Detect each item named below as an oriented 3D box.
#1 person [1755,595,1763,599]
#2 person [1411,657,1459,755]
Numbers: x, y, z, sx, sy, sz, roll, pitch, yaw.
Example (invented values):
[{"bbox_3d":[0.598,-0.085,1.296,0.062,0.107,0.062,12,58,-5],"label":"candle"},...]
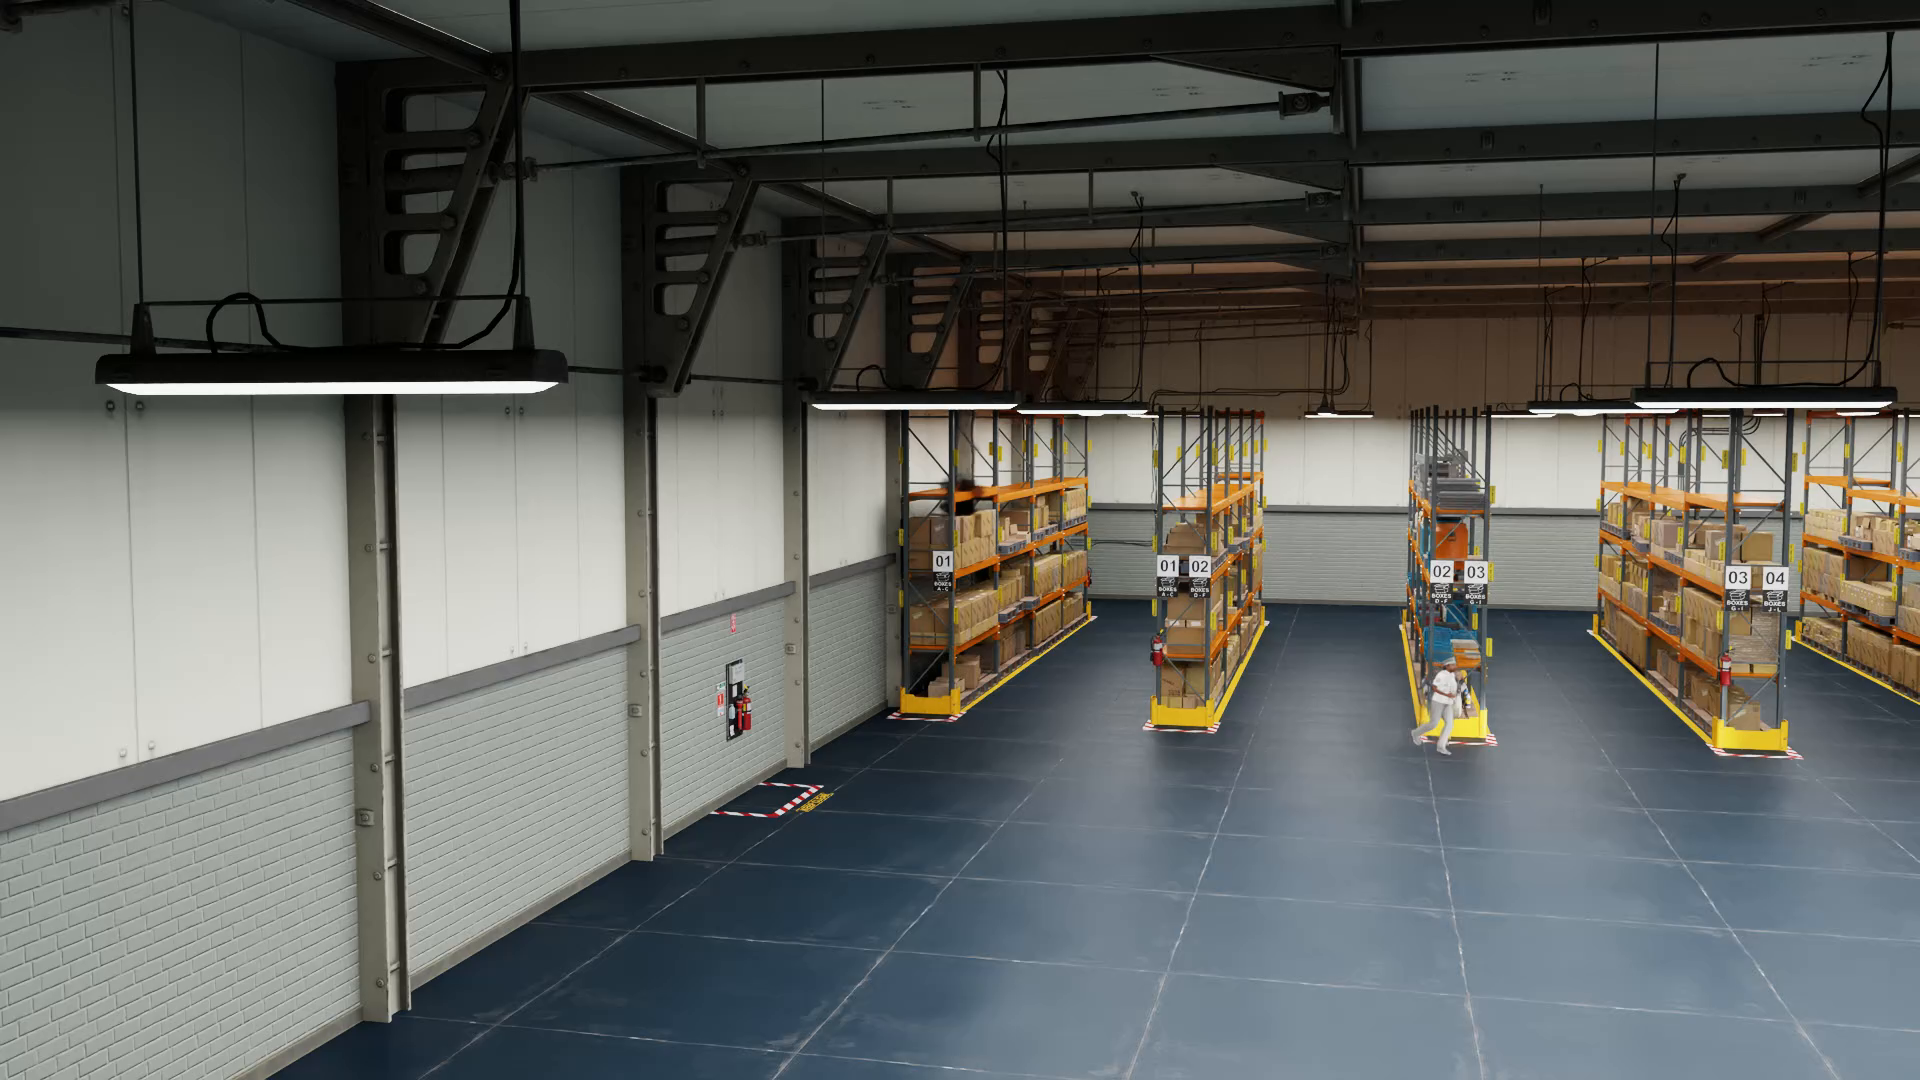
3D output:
[{"bbox_3d":[19.678,1.909,41.119,0.683,1.742,0.547,1,4,19],"label":"person"},{"bbox_3d":[8.360,2.840,28.894,0.631,1.651,0.852,-3,5,-34],"label":"person"}]
